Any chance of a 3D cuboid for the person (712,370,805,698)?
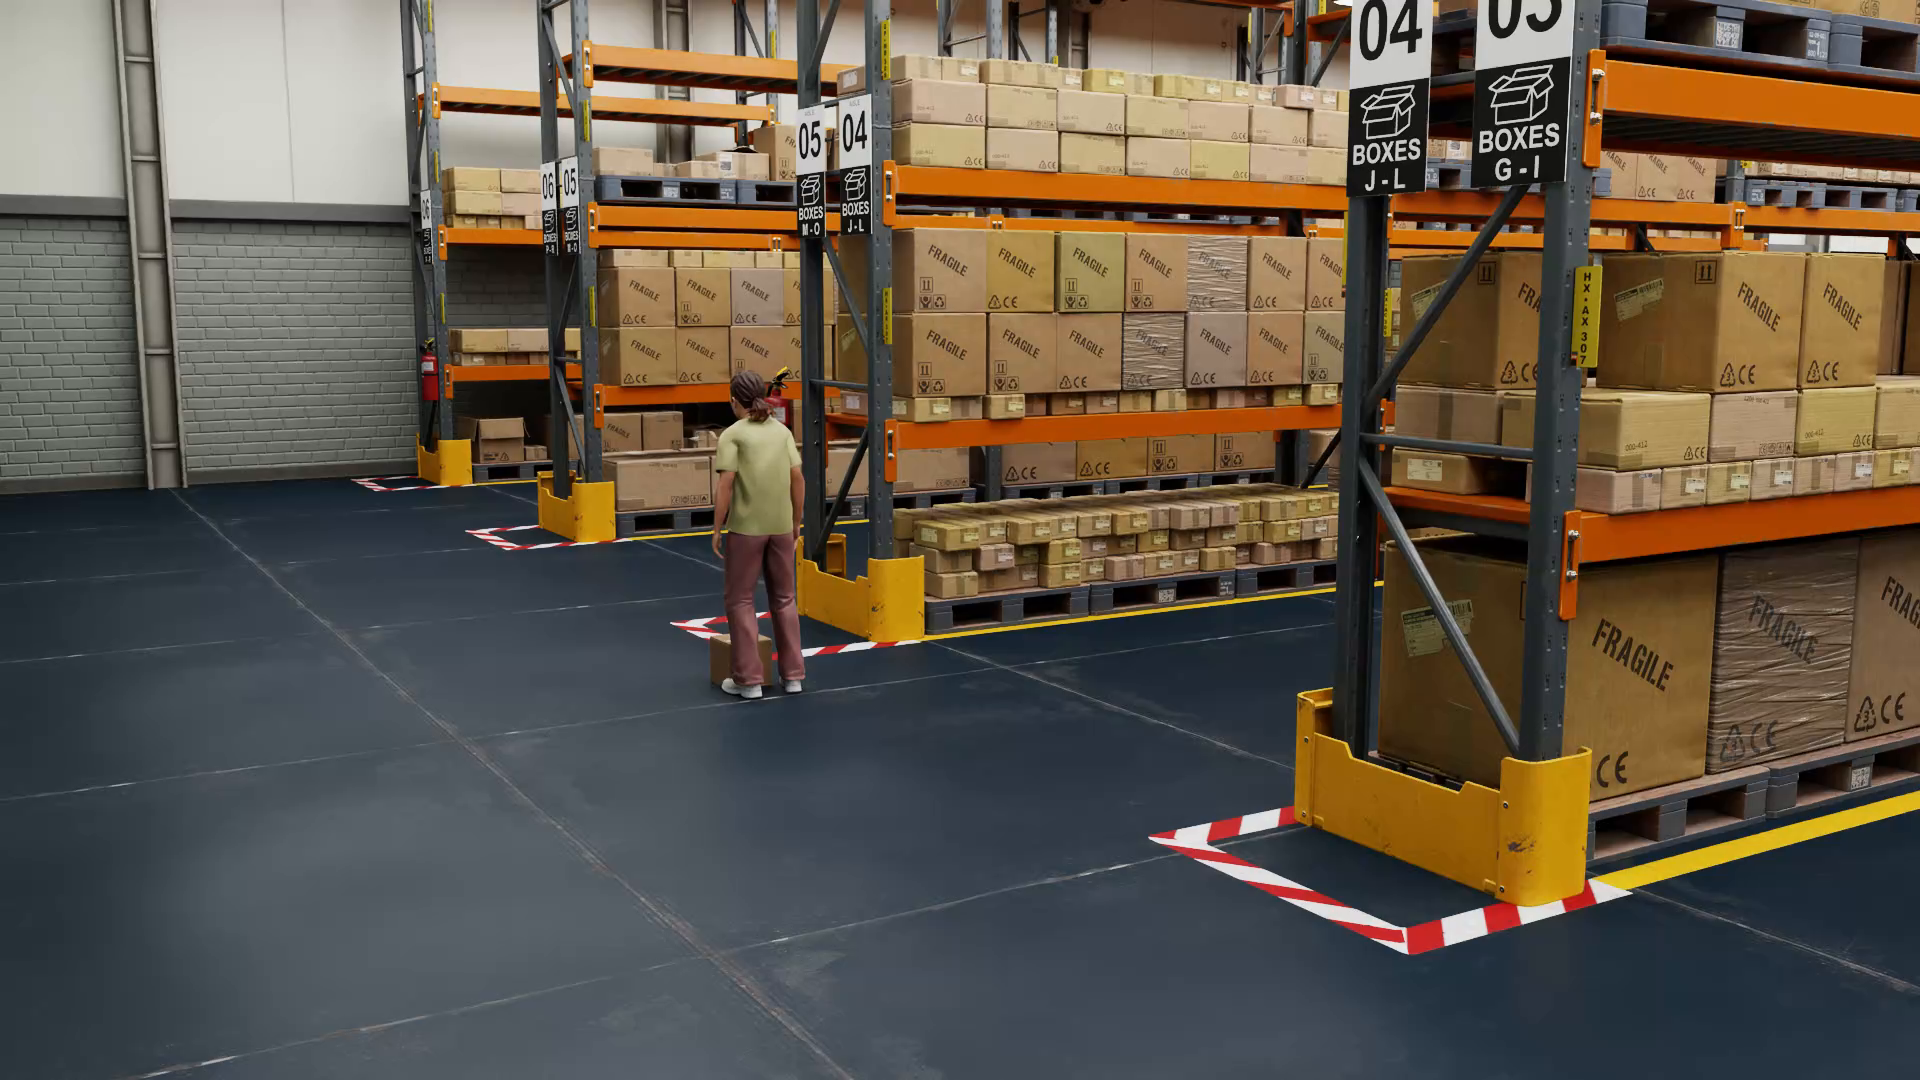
[{"bbox_3d":[-1.039,-0.031,8.550,0.516,1.673,0.351,-5,10,-32],"label":"person"}]
